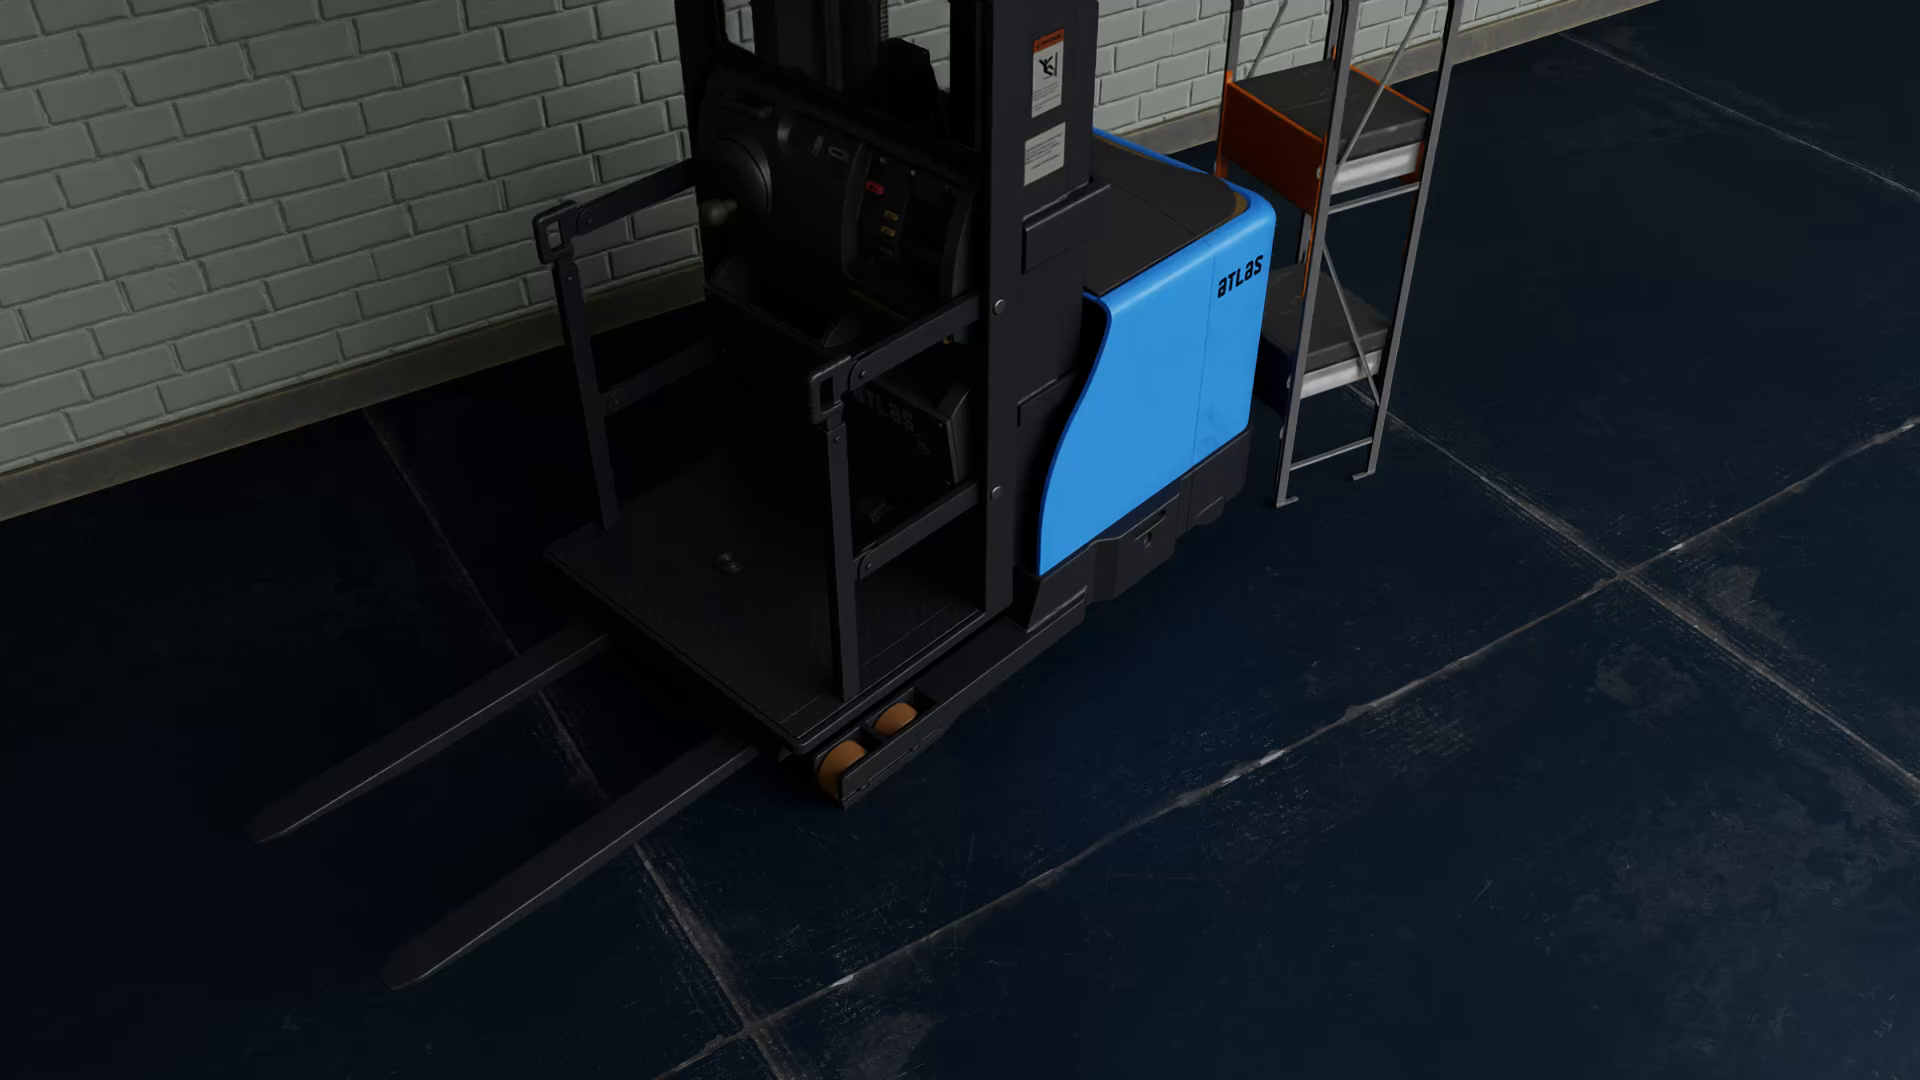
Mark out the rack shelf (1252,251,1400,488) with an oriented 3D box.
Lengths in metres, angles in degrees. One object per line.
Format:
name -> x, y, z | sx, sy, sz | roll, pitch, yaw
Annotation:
rack shelf -> 1.077, -0.561, 5.393 | 0.431, 0.518, 0.480 | -19, 43, -21

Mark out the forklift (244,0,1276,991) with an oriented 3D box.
forklift -> -0.461, -0.800, 3.921 | 1.130, 2.935, 3.031 | 31, 49, 32

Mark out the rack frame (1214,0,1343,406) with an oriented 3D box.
rack frame -> 0.959, -1.250, 5.109 | 0.400, 2.100, 0.015 | -19, 43, -21

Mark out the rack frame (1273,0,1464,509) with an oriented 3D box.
rack frame -> 1.186, -0.978, 4.774 | 0.400, 2.100, 0.015 | -19, 43, -21

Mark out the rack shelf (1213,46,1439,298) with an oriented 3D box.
rack shelf -> 1.073, -1.103, 4.950 | 0.431, 0.518, 0.480 | -19, 43, -21

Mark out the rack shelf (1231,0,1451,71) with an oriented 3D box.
rack shelf -> 1.069, -1.645, 4.507 | 0.431, 0.518, 0.480 | -19, 43, -21

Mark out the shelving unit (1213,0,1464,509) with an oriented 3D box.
shelving unit -> 1.073, -1.114, 4.942 | 0.431, 2.100, 0.503 | -19, 43, -21
